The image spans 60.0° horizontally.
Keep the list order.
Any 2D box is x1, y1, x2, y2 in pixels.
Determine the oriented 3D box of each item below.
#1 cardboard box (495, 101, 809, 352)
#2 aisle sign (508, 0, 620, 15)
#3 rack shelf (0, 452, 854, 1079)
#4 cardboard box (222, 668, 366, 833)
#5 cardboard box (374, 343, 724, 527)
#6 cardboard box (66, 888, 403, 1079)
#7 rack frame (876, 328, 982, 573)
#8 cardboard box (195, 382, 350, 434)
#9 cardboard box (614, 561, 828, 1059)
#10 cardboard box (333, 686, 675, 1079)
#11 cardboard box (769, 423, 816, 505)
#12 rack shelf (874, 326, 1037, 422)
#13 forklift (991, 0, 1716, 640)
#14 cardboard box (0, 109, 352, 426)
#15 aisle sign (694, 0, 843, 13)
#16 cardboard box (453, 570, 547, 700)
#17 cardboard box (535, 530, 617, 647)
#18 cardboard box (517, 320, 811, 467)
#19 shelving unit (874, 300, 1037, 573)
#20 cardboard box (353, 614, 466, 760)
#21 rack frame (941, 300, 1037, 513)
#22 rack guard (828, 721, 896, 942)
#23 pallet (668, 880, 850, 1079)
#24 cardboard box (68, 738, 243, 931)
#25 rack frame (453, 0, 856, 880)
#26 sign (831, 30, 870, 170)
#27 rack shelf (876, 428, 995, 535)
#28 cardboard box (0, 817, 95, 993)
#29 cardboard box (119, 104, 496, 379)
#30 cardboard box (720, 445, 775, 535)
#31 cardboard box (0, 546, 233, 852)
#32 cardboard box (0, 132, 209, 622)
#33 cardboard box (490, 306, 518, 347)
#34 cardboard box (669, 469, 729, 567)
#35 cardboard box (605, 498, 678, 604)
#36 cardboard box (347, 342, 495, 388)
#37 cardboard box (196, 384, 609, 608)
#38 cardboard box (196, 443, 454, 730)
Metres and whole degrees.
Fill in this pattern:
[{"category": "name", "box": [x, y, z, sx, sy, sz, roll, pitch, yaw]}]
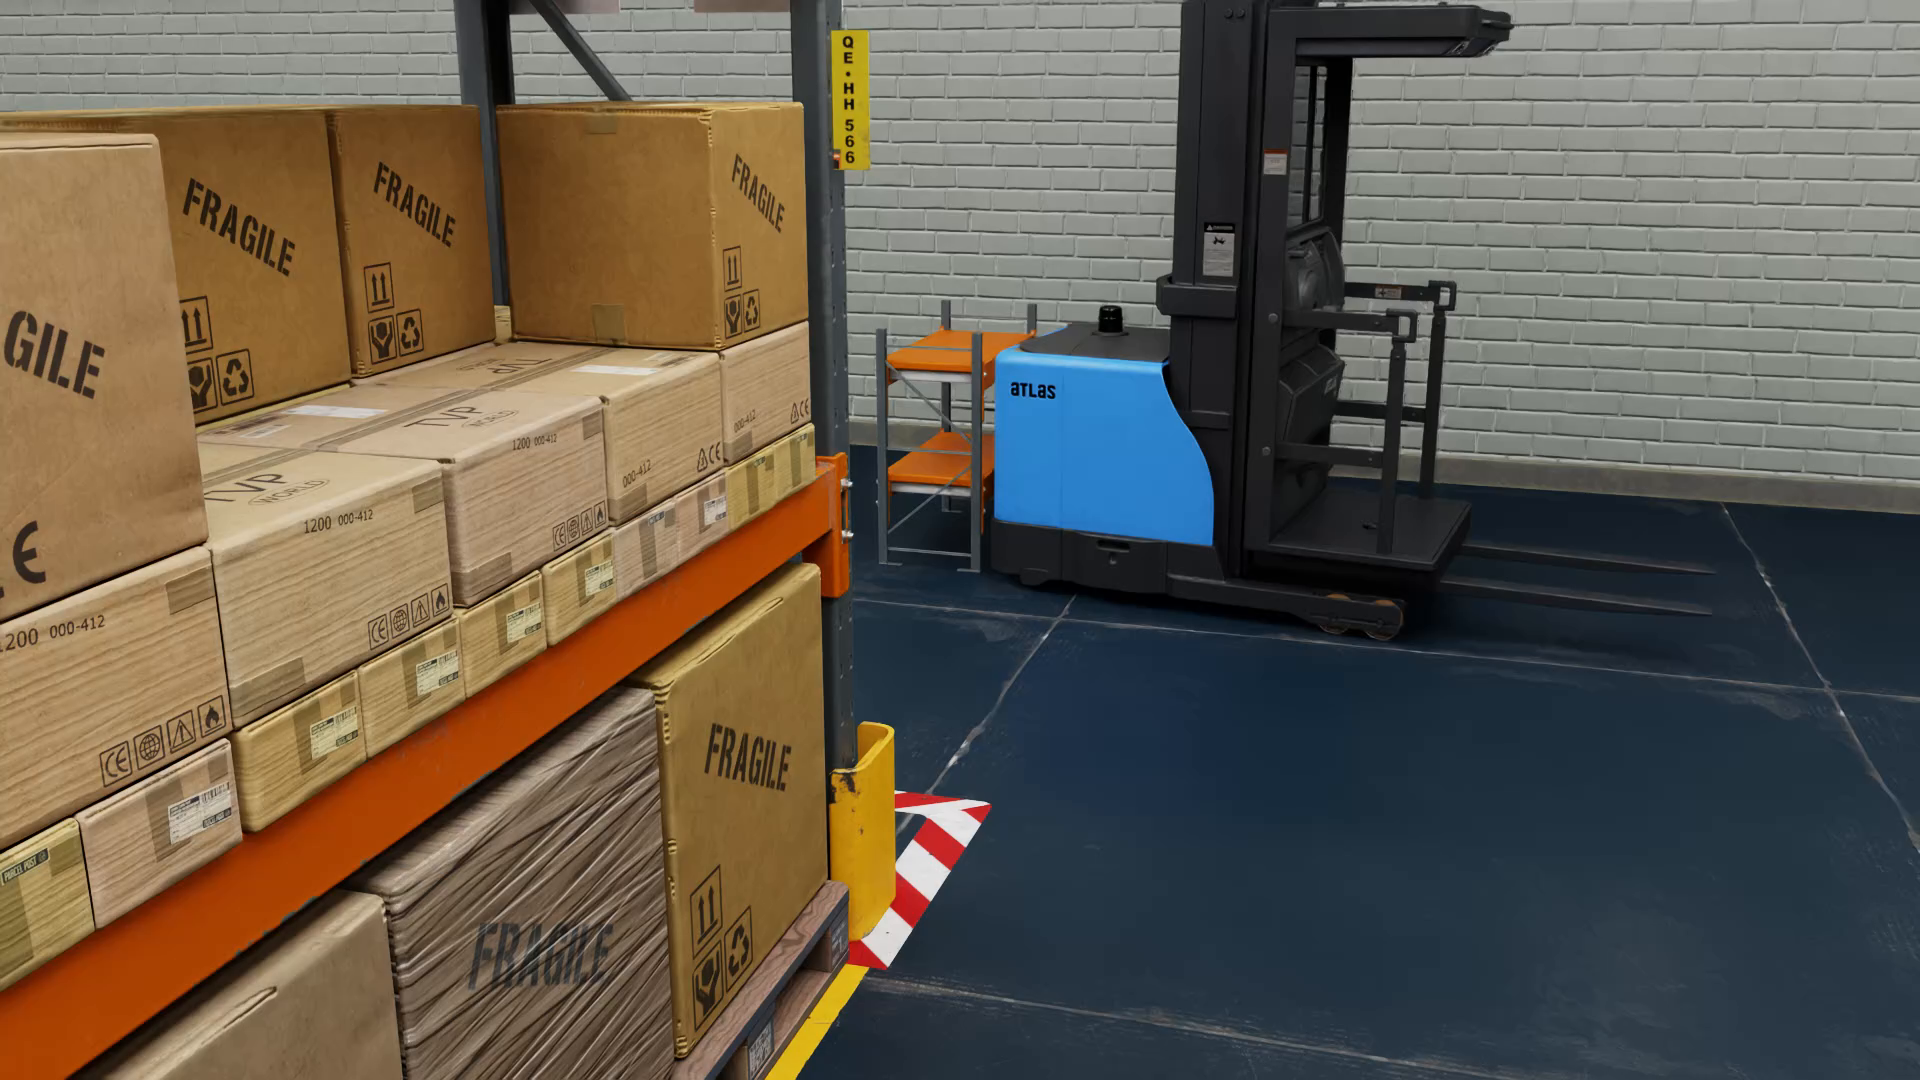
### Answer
[{"category": "cardboard box", "box": [-0.670, -0.719, 3.724, 0.500, 0.500, 0.500, 5, 17, 17]}, {"category": "aisle sign", "box": [-1.050, -1.728, 4.161, 0.394, 0.787, 0.004, 5, 16, 16]}, {"category": "rack shelf", "box": [-1.351, 0.434, 2.621, 1.077, 0.370, 4.000, 5, 16, 16]}, {"category": "cardboard box", "box": [-1.075, 0.272, 2.332, 0.380, 0.149, 0.250, 4, 16, 14]}, {"category": "cardboard box", "box": [-0.811, -0.226, 3.360, 0.500, 0.250, 0.500, 4, 16, 15]}, {"category": "cardboard box", "box": [-1.400, 1.029, 2.327, 0.875, 0.875, 0.875, 5, 16, 16]}, {"category": "rack frame", "box": [-0.143, -0.410, 7.713, 0.500, 1.125, 0.032, 5, 16, 16]}, {"category": "cardboard box", "box": [-1.466, -0.134, 3.034, 0.500, 0.250, 0.500, 4, 16, 14]}, {"category": "cardboard box", "box": [-0.888, 0.558, 3.988, 0.875, 0.875, 0.875, 5, 16, 16]}, {"category": "cardboard box", "box": [-1.147, 0.797, 3.148, 0.875, 0.875, 0.875, 5, 16, 16]}, {"category": "cardboard box", "box": [-0.569, -0.196, 3.983, 0.380, 0.149, 0.250, 5, 17, 17]}, {"category": "rack shelf", "box": [0.002, -0.825, 8.102, 0.538, 0.278, 1.000, 5, 16, 16]}, {"category": "forklift", "box": [1.701, -1.160, 7.048, 3.031, 2.935, 1.130, 7, 17, 24]}, {"category": "cardboard box", "box": [-1.462, -0.496, 2.935, 0.500, 0.500, 0.500, 4, 16, 14]}, {"category": "aisle sign", "box": [-0.475, -1.682, 3.997, 0.394, 0.787, 0.004, 5, 16, 16]}, {"category": "cardboard box", "box": [-0.931, 0.139, 2.801, 0.380, 0.149, 0.250, 5, 16, 16]}, {"category": "cardboard box", "box": [-0.857, 0.072, 3.041, 0.380, 0.149, 0.250, 4, 16, 15]}, {"category": "cardboard box", "box": [-0.666, -0.359, 3.828, 0.500, 0.250, 0.500, 4, 16, 15]}, {"category": "shelving unit", "box": [0.002, -0.543, 8.182, 0.538, 1.125, 1.048, 5, 16, 16]}, {"category": "cardboard box", "box": [-1.003, 0.204, 2.573, 0.380, 0.149, 0.250, 5, 17, 17]}, {"category": "rack frame", "box": [0.146, -0.676, 8.651, 0.500, 1.125, 0.032, 5, 16, 16]}, {"category": "rack guard", "box": [-0.776, 0.761, 4.730, 1.175, 0.500, 0.348, 5, 16, 16]}, {"category": "pallet", "box": [-0.935, 1.121, 3.989, 1.003, 0.211, 1.213, 5, 16, 16]}, {"category": "cardboard box", "box": [-1.149, 0.341, 2.090, 0.380, 0.149, 0.250, 5, 17, 17]}, {"category": "rack frame", "box": [-0.783, -0.435, 4.367, 1.000, 3.000, 0.127, 5, 16, 16]}, {"category": "sign", "box": [-0.267, -1.061, 4.016, 0.100, 0.325, 0.005, 5, 16, 16]}, {"category": "rack shelf", "box": [0.002, -0.308, 8.249, 0.538, 0.278, 1.000, 5, 16, 16]}, {"category": "cardboard box", "box": [-1.222, 0.407, 1.858, 0.380, 0.149, 0.250, 4, 16, 15]}, {"category": "cardboard box", "box": [-1.320, -0.632, 3.415, 0.500, 0.500, 0.500, 4, 16, 15]}, {"category": "cardboard box", "box": [-0.641, -0.128, 3.743, 0.380, 0.149, 0.250, 5, 17, 16]}, {"category": "cardboard box", "box": [-1.247, 0.172, 1.956, 0.500, 0.250, 0.500, 5, 17, 17]}, {"category": "cardboard box", "box": [-1.248, -0.191, 1.860, 0.500, 0.500, 0.500, 4, 16, 14]}, {"category": "cardboard box", "box": [-1.178, -0.402, 3.978, 0.500, 0.250, 0.500, 4, 16, 14]}, {"category": "cardboard box", "box": [-0.714, -0.062, 3.510, 0.380, 0.149, 0.250, 5, 16, 16]}, {"category": "cardboard box", "box": [-0.785, 0.003, 3.280, 0.380, 0.149, 0.250, 5, 17, 17]}, {"category": "cardboard box", "box": [-1.320, -0.265, 3.497, 0.500, 0.250, 0.500, 4, 16, 15]}, {"category": "cardboard box", "box": [-0.955, -0.093, 2.890, 0.500, 0.250, 0.500, 4, 16, 14]}, {"category": "cardboard box", "box": [-1.100, 0.043, 2.409, 0.500, 0.250, 0.500, 5, 16, 16]}]
